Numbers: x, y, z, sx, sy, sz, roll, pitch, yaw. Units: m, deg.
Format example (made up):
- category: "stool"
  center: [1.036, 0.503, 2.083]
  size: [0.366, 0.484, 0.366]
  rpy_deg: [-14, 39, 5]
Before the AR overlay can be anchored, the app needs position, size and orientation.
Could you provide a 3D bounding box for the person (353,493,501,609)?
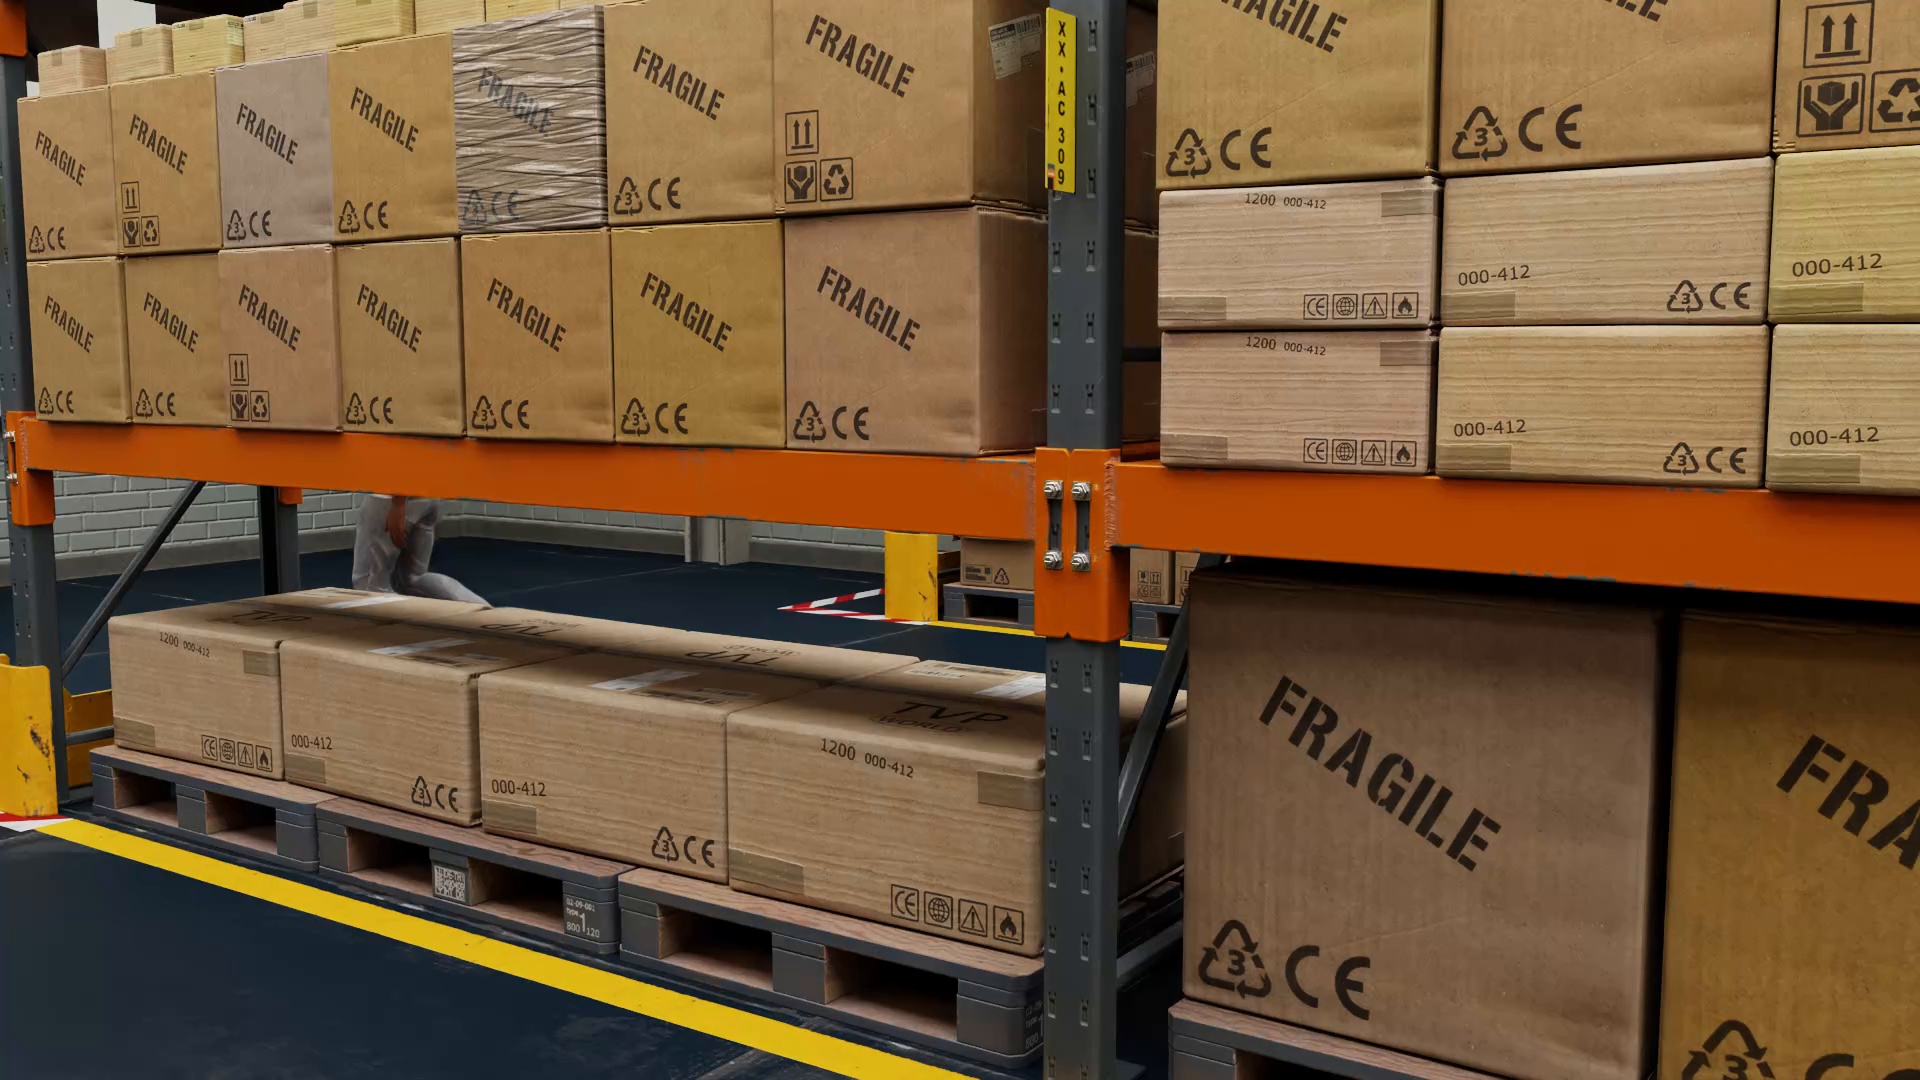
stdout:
- category: "person"
  center: [-2.416, -0.197, 7.392]
  size: [0.799, 1.747, 0.576]
  rpy_deg: [1, 6, 5]
